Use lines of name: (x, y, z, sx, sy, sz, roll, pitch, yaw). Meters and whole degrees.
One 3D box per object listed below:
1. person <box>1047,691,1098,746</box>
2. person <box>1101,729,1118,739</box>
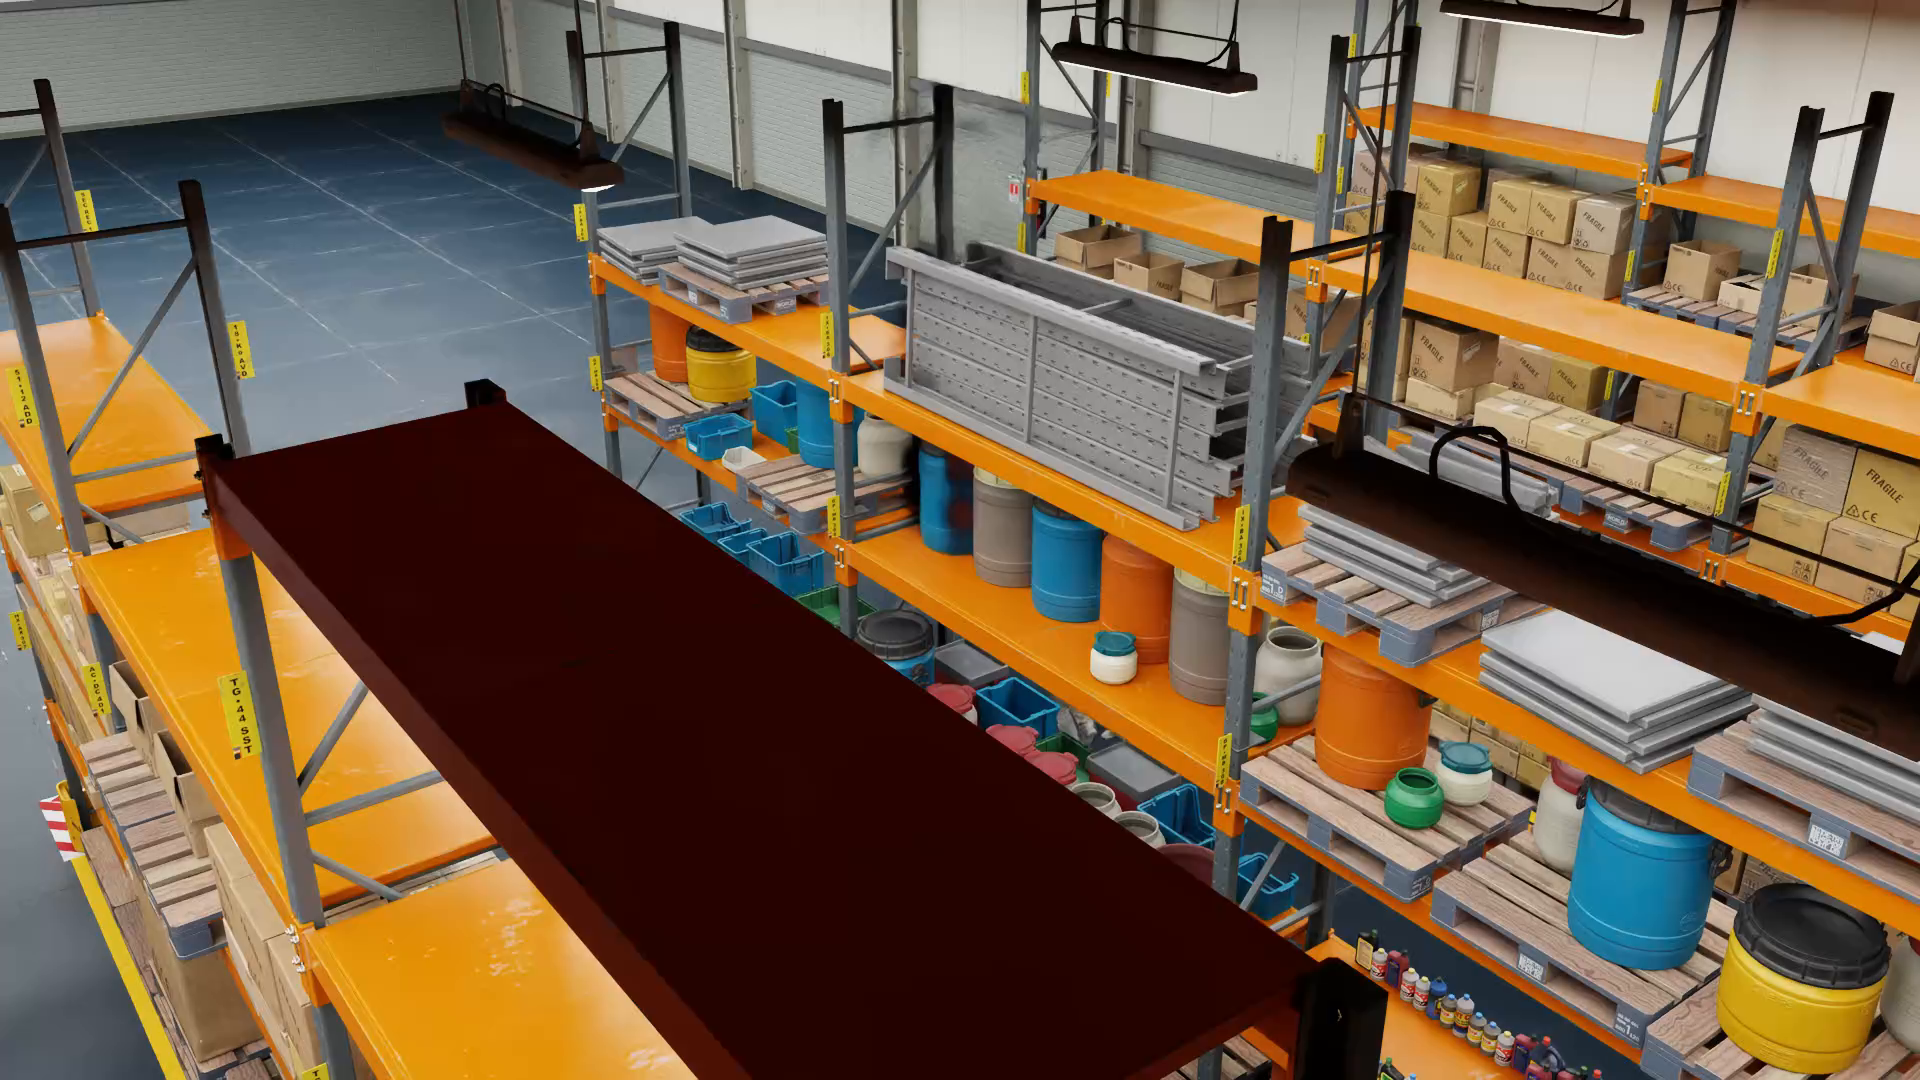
person: (0.924, 1.111, 14.482, 0.679, 1.738, 0.599, -18, 30, -33)
person: (1.546, 1.135, 14.539, 0.762, 1.729, 0.562, 16, 29, 31)
